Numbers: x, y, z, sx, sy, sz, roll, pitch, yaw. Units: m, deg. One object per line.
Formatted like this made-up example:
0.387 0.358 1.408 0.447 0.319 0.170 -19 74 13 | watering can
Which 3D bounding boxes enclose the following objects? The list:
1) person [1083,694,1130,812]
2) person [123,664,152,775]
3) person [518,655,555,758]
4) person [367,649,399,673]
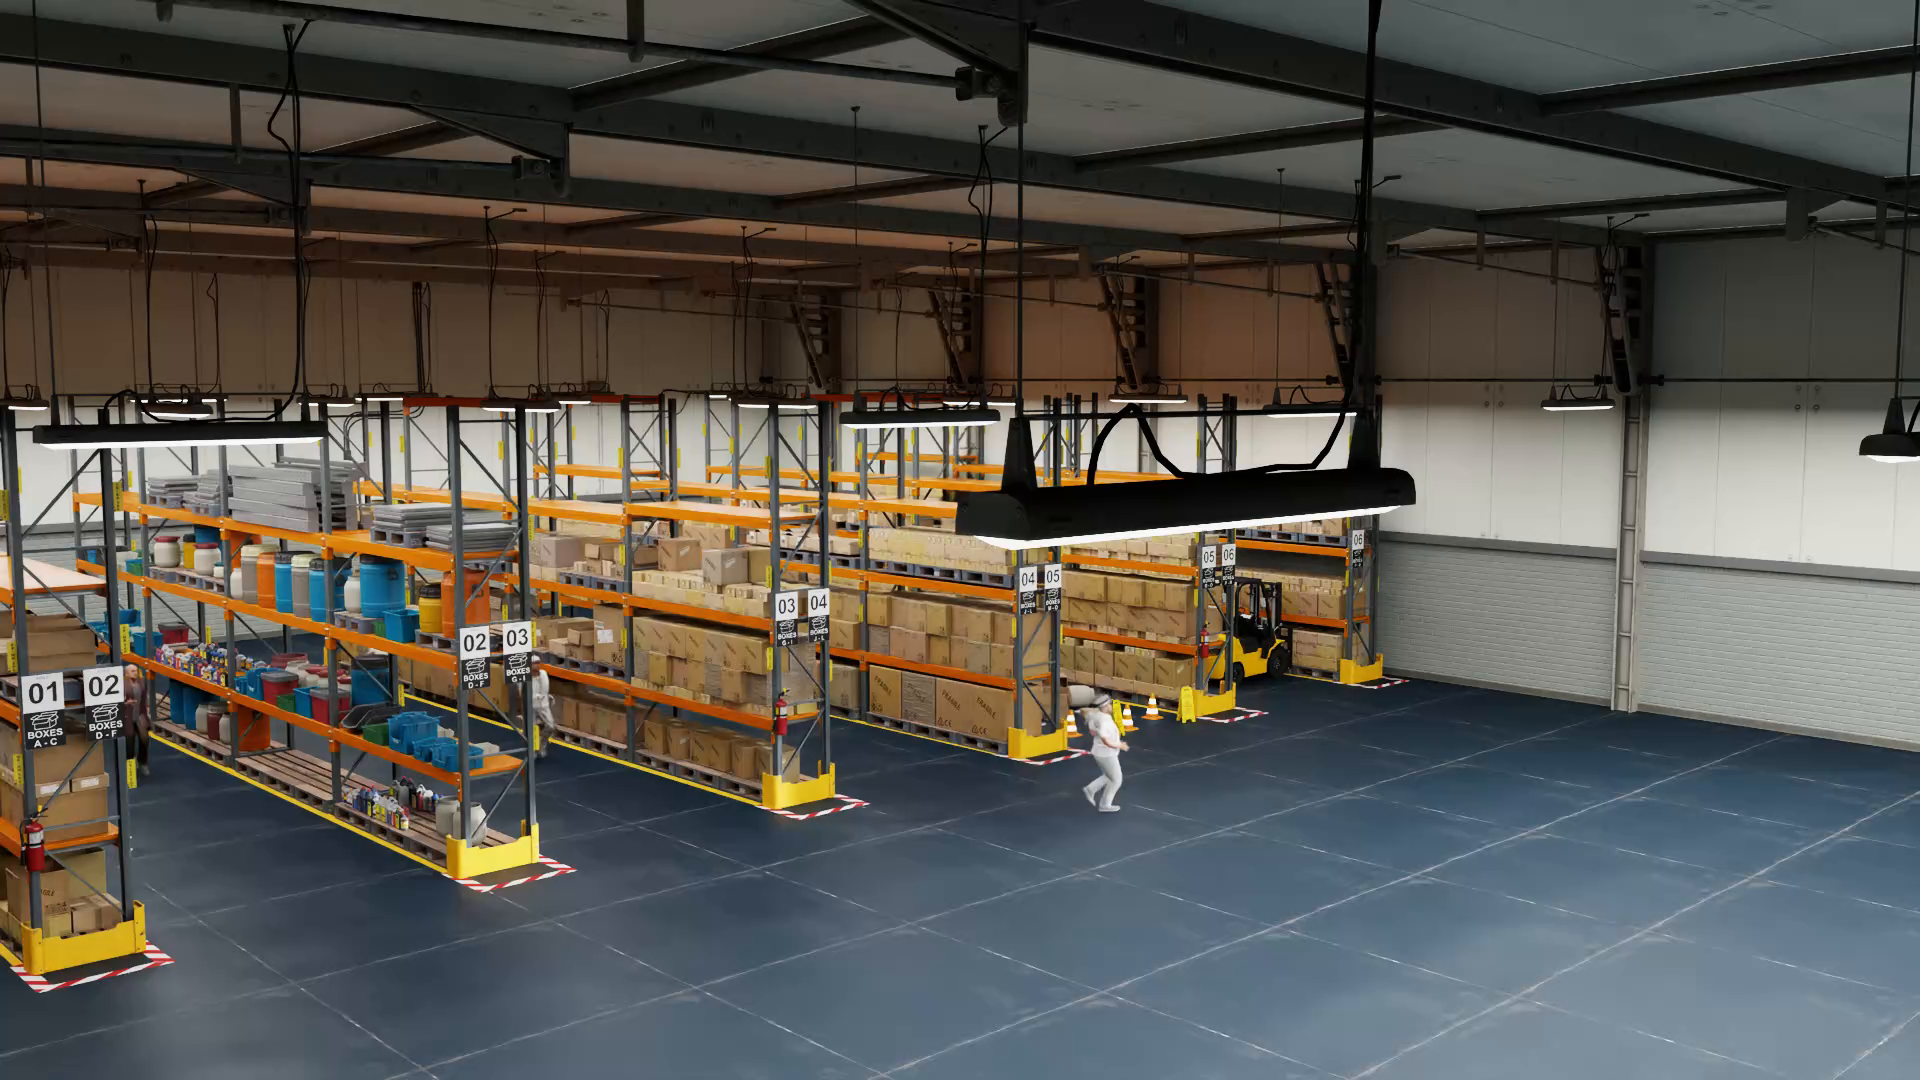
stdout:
2.137 3.113 24.339 0.623 1.732 0.659 -1 6 -10 | person
-13.238 2.897 26.602 0.807 1.832 0.664 5 8 45 | person
-6.993 2.777 27.577 0.662 1.748 0.659 -5 7 -40 | person
-10.745 2.540 30.895 0.787 1.653 0.565 5 8 43 | person
